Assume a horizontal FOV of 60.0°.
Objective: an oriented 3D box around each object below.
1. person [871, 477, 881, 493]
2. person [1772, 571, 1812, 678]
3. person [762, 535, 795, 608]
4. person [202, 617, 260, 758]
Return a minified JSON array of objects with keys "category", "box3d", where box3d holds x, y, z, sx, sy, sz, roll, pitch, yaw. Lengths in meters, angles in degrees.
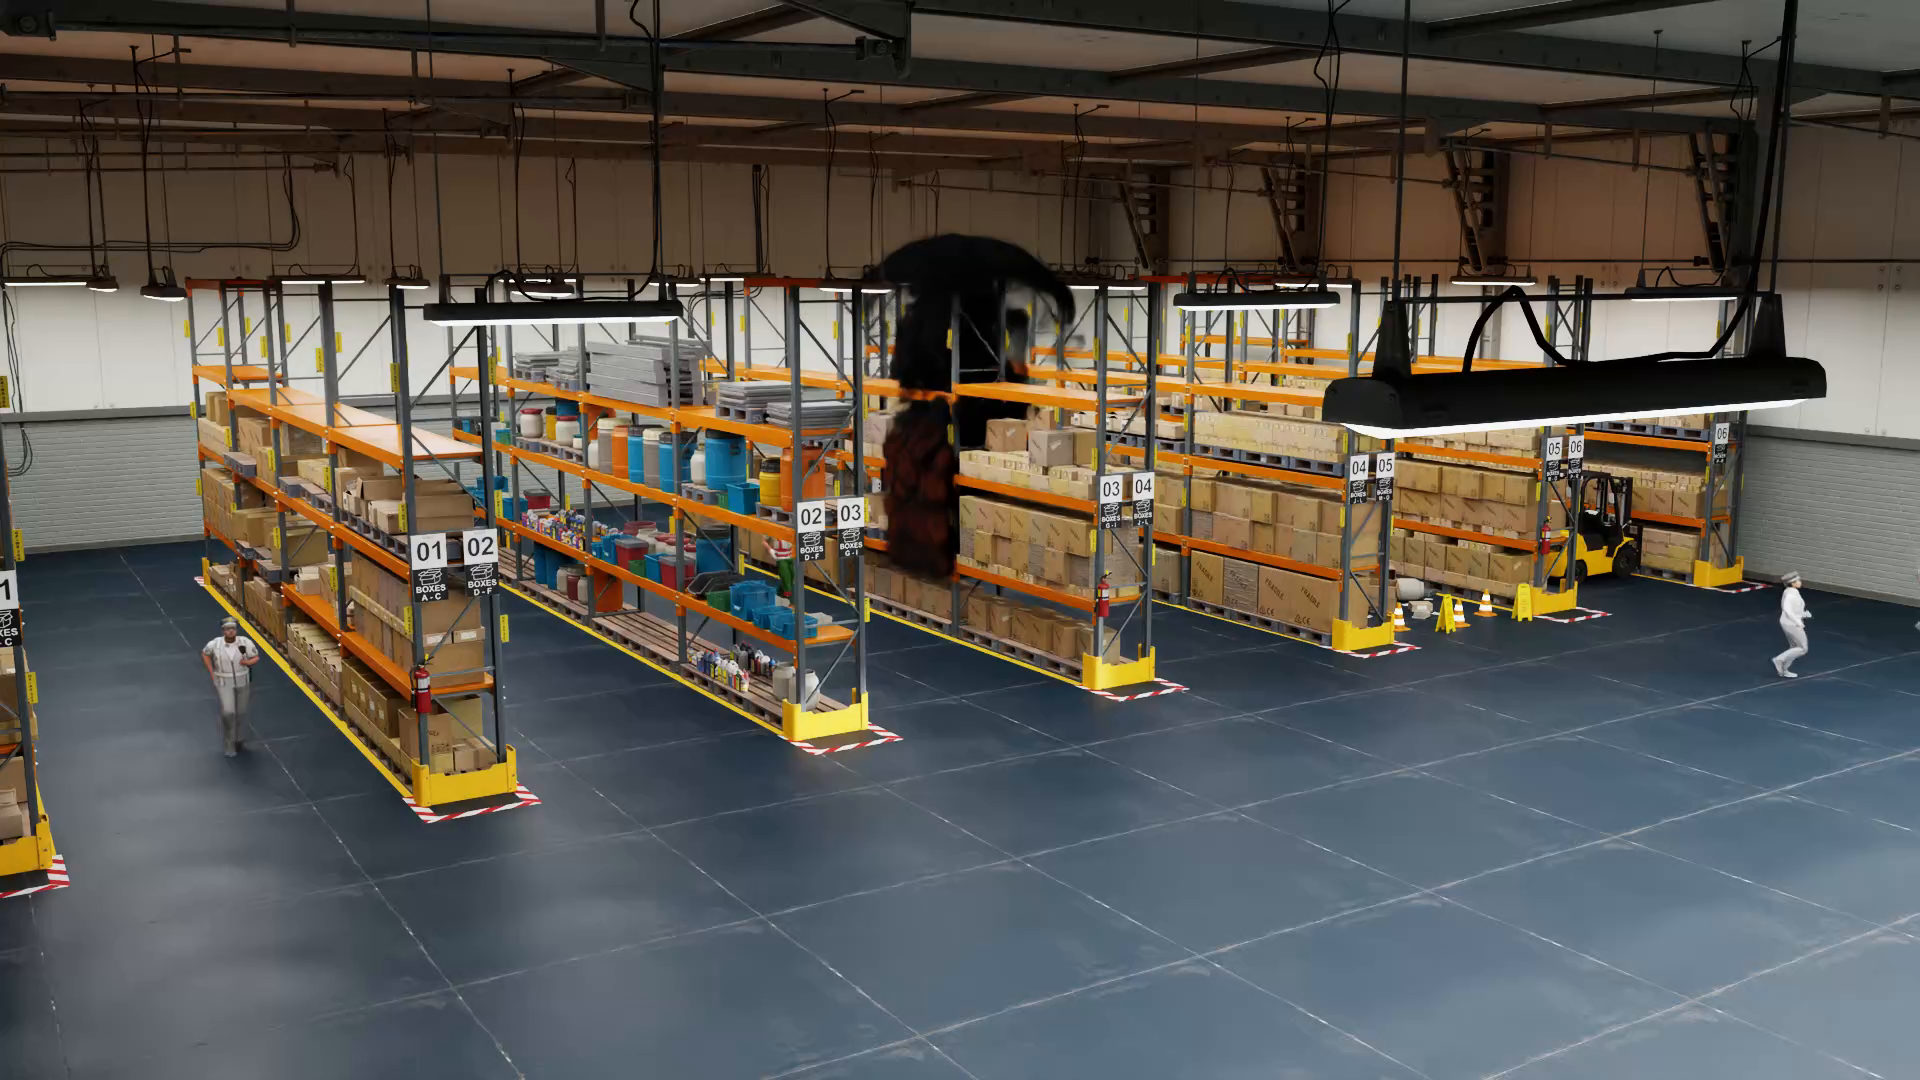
[{"category":"person","box3d":[-2.039,-1.536,41.890,0.586,1.740,0.636,-7,12,-34]},{"category":"person","box3d":[12.716,1.289,25.363,0.561,1.651,0.611,2,10,14]},{"category":"person","box3d":[-3.063,0.337,28.960,0.657,1.771,0.779,-8,13,-41]},{"category":"person","box3d":[-9.442,1.887,21.623,0.636,1.843,0.804,-7,12,-35]}]
